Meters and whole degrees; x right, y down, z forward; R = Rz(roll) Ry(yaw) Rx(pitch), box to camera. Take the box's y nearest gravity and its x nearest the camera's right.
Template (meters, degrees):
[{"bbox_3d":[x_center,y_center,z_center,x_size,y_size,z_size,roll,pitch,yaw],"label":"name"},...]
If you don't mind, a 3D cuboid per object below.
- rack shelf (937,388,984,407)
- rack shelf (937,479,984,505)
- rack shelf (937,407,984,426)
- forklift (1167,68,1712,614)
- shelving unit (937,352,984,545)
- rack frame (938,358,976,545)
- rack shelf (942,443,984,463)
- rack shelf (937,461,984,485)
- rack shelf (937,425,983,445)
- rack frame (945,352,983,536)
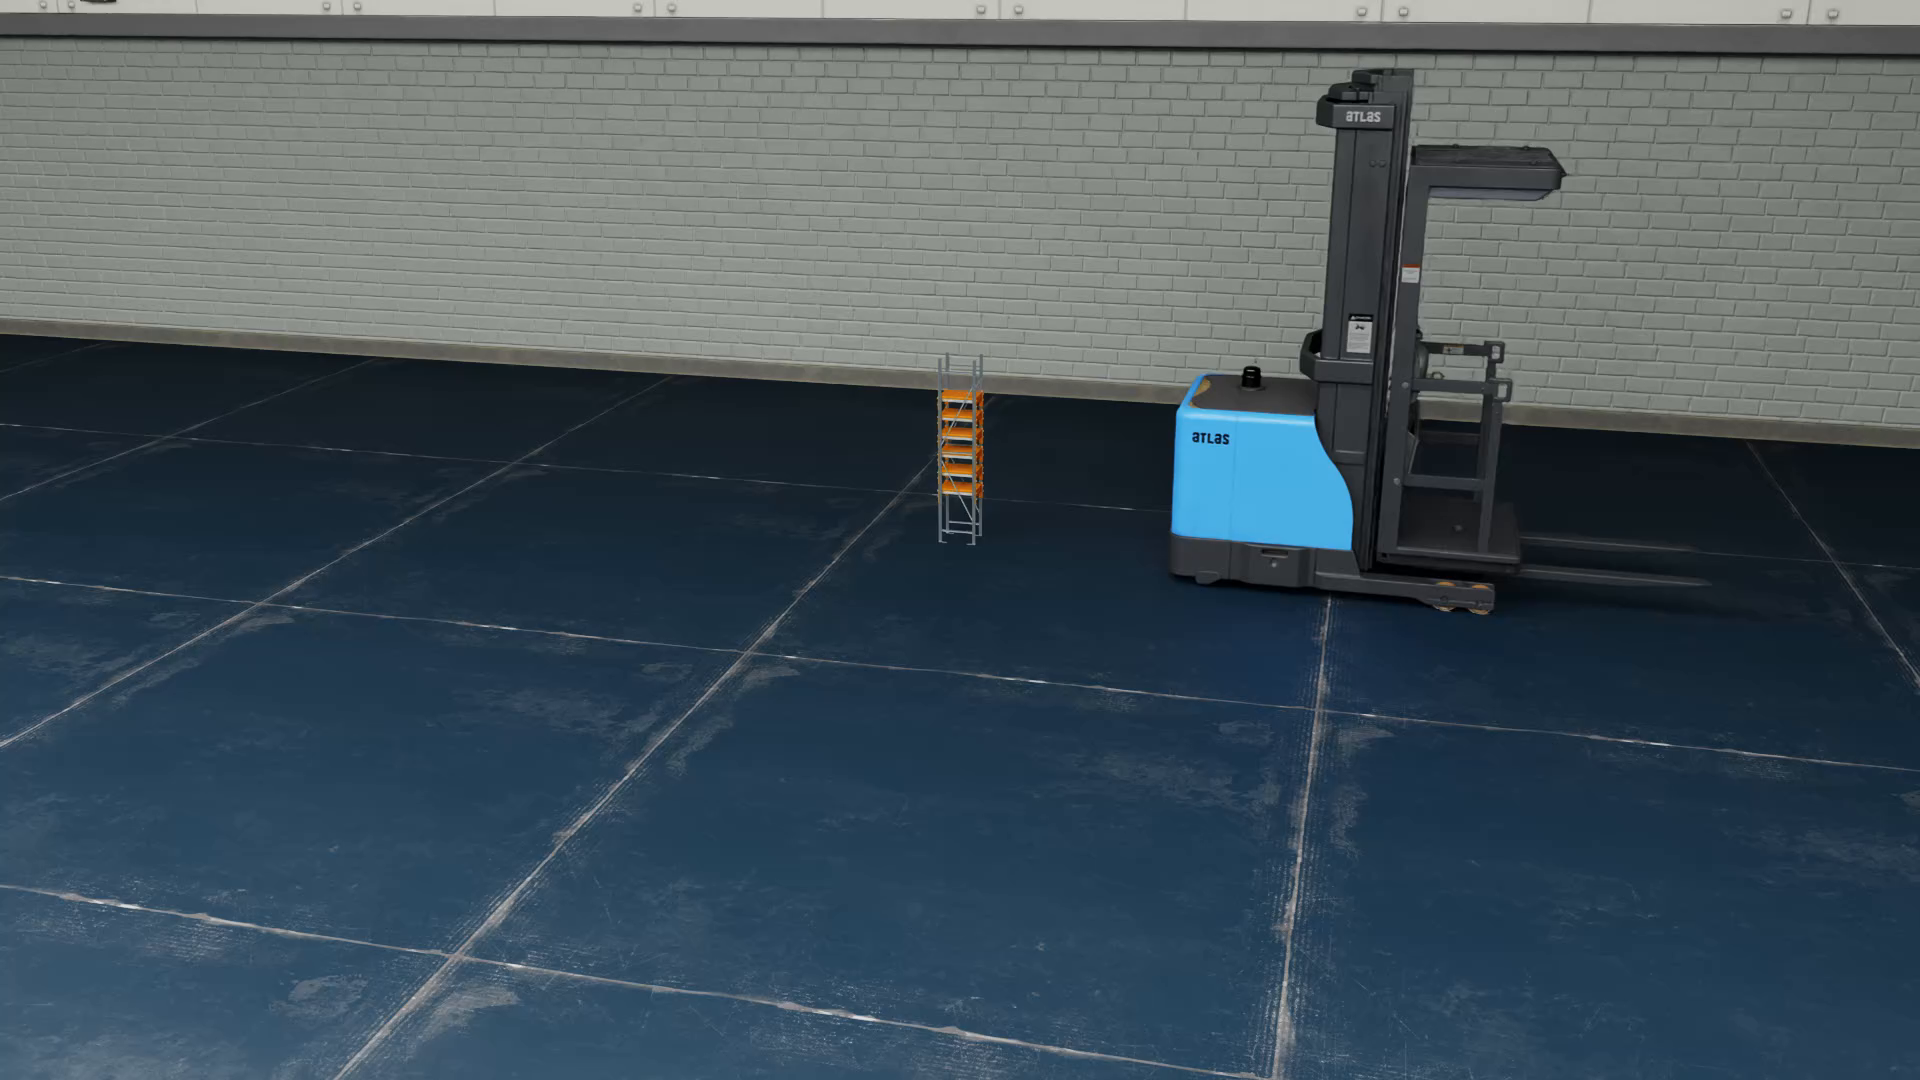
[{"bbox_3d":[0.004,-0.871,10.405,0.258,0.103,0.180,5,19,13],"label":"rack shelf"},{"bbox_3d":[0.004,-0.303,10.599,0.258,0.103,0.180,5,19,13],"label":"rack shelf"},{"bbox_3d":[0.004,-0.757,10.444,0.258,0.103,0.180,5,19,13],"label":"rack shelf"},{"bbox_3d":[2.815,-1.155,9.534,3.031,2.935,1.130,5,19,14],"label":"forklift"},{"bbox_3d":[0.004,-0.572,10.507,0.258,1.200,0.189,5,19,13],"label":"shelving unit"},{"bbox_3d":[-0.019,-0.544,10.423,0.240,1.200,0.006,5,19,13],"label":"rack frame"},{"bbox_3d":[0.004,-0.530,10.521,0.258,0.103,0.180,5,19,13],"label":"rack shelf"},{"bbox_3d":[0.004,-0.417,10.560,0.258,0.103,0.180,5,19,13],"label":"rack shelf"},{"bbox_3d":[0.004,-0.644,10.482,0.258,0.103,0.180,5,19,13],"label":"rack shelf"},{"bbox_3d":[0.026,-0.601,10.591,0.240,1.200,0.006,5,19,13],"label":"rack frame"}]
